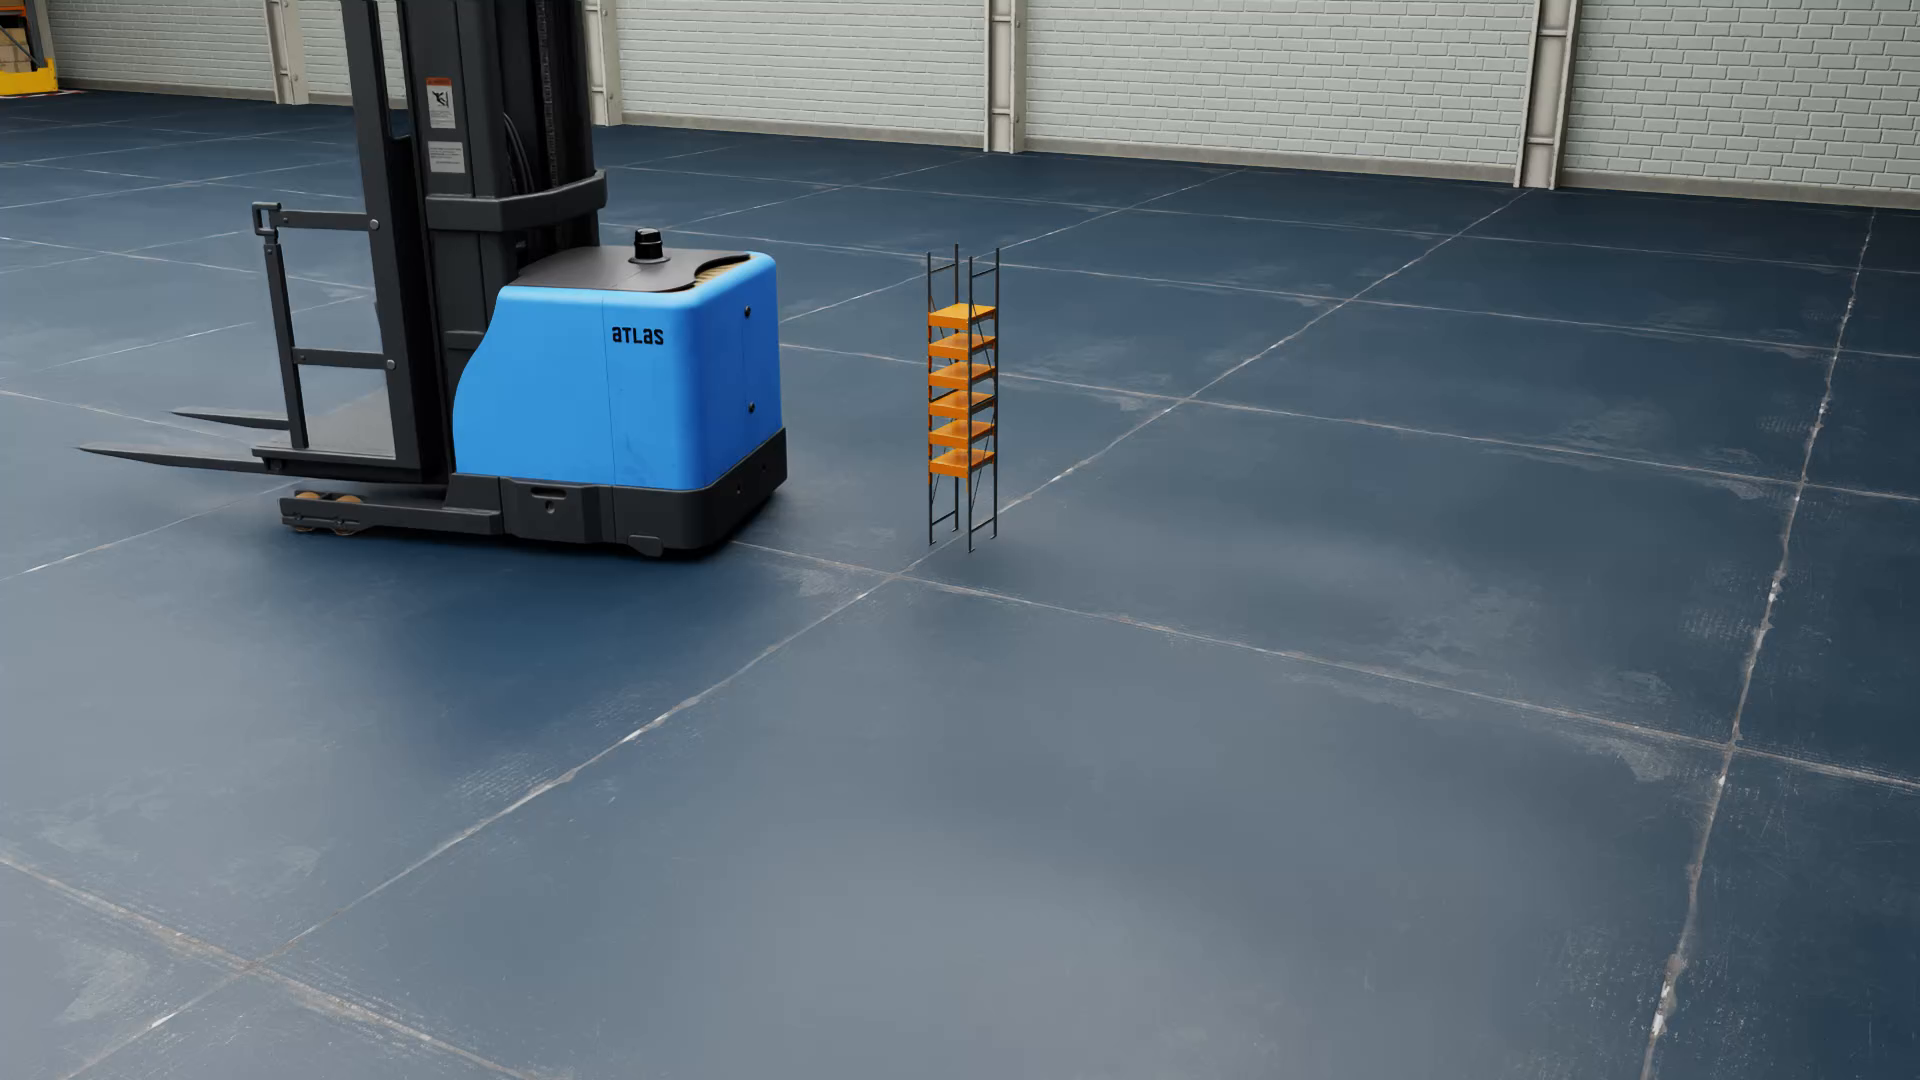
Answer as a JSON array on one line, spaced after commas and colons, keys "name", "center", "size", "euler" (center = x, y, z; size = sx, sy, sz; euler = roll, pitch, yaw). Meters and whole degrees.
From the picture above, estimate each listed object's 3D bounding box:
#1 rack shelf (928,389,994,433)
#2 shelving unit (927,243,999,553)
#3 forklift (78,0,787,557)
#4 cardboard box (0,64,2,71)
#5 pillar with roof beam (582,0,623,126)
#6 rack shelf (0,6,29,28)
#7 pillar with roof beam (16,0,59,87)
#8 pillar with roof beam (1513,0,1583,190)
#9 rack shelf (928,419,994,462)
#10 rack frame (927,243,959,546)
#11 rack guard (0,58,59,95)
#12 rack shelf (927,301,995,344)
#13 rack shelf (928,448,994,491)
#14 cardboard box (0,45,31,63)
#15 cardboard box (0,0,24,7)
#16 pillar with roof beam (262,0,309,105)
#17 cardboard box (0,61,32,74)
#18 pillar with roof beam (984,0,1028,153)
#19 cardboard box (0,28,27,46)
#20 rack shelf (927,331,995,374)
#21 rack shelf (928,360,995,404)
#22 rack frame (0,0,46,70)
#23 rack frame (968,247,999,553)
[{"name": "rack shelf", "center": [0.013, -0.520, 6.669], "size": [0.180, 0.103, 0.258], "euler": [11, 23, 27]}, {"name": "shelving unit", "center": [0.013, -0.562, 6.654], "size": [0.189, 1.200, 0.258], "euler": [11, 23, 27]}, {"name": "forklift", "center": [-2.344, -1.562, 6.873], "size": [3.031, 2.935, 1.130], "euler": [5, 20, 13]}, {"name": "cardboard box", "center": [-15.591, -7.436, 26.382], "size": [0.500, 0.250, 0.500], "euler": [11, 23, 28]}, {"name": "pillar with roof beam", "center": [-6.819, -8.474, 17.030], "size": [0.400, 9.000, 9.100], "euler": [11, 23, 27]}, {"name": "rack shelf", "center": [-16.773, -8.541, 27.068], "size": [4.000, 0.370, 1.077], "euler": [11, 23, 27]}, {"name": "pillar with roof beam", "center": [-17.295, -10.470, 22.532], "size": [0.400, 9.000, 9.100], "euler": [11, 23, 27]}, {"name": "pillar with roof beam", "center": [3.658, -6.479, 11.529], "size": [0.400, 9.000, 9.100], "euler": [11, 23, 27]}, {"name": "rack shelf", "center": [0.013, -0.407, 6.710], "size": [0.180, 0.103, 0.258], "euler": [11, 23, 27]}, {"name": "rack frame", "center": [-0.067, -0.577, 6.696], "size": [0.006, 1.200, 0.240], "euler": [11, 23, 27]}, {"name": "rack guard", "center": [-15.006, -7.368, 26.444], "size": [0.348, 0.500, 1.175], "euler": [11, 23, 27]}, {"name": "rack shelf", "center": [0.013, -0.858, 6.546], "size": [0.180, 0.103, 0.258], "euler": [11, 23, 27]}, {"name": "rack shelf", "center": [0.013, -0.294, 6.751], "size": [0.180, 0.103, 0.258], "euler": [11, 23, 27]}, {"name": "cardboard box", "center": [-15.336, -7.827, 26.727], "size": [0.500, 0.250, 0.500], "euler": [11, 23, 28]}, {"name": "cardboard box", "center": [-15.324, -8.759, 26.467], "size": [0.500, 0.500, 0.500], "euler": [12, 23, 29]}, {"name": "pillar with roof beam", "center": [-12.057, -9.472, 19.781], "size": [0.400, 9.000, 9.100], "euler": [11, 23, 27]}, {"name": "cardboard box", "center": [-15.360, -7.592, 26.812], "size": [0.500, 0.250, 0.500], "euler": [11, 23, 28]}, {"name": "pillar with roof beam", "center": [-1.580, -7.476, 14.279], "size": [0.400, 9.000, 9.100], "euler": [11, 23, 27]}, {"name": "cardboard box", "center": [-15.354, -8.058, 26.631], "size": [0.500, 0.250, 0.500], "euler": [10, 22, 26]}, {"name": "rack shelf", "center": [0.013, -0.745, 6.587], "size": [0.180, 0.103, 0.258], "euler": [11, 23, 27]}, {"name": "rack shelf", "center": [0.013, -0.633, 6.628], "size": [0.180, 0.103, 0.258], "euler": [11, 23, 27]}, {"name": "rack frame", "center": [-15.027, -8.547, 26.029], "size": [0.127, 3.000, 1.000], "euler": [11, 23, 27]}, {"name": "rack frame", "center": [0.093, -0.546, 6.612], "size": [0.006, 1.200, 0.240], "euler": [11, 23, 27]}]
